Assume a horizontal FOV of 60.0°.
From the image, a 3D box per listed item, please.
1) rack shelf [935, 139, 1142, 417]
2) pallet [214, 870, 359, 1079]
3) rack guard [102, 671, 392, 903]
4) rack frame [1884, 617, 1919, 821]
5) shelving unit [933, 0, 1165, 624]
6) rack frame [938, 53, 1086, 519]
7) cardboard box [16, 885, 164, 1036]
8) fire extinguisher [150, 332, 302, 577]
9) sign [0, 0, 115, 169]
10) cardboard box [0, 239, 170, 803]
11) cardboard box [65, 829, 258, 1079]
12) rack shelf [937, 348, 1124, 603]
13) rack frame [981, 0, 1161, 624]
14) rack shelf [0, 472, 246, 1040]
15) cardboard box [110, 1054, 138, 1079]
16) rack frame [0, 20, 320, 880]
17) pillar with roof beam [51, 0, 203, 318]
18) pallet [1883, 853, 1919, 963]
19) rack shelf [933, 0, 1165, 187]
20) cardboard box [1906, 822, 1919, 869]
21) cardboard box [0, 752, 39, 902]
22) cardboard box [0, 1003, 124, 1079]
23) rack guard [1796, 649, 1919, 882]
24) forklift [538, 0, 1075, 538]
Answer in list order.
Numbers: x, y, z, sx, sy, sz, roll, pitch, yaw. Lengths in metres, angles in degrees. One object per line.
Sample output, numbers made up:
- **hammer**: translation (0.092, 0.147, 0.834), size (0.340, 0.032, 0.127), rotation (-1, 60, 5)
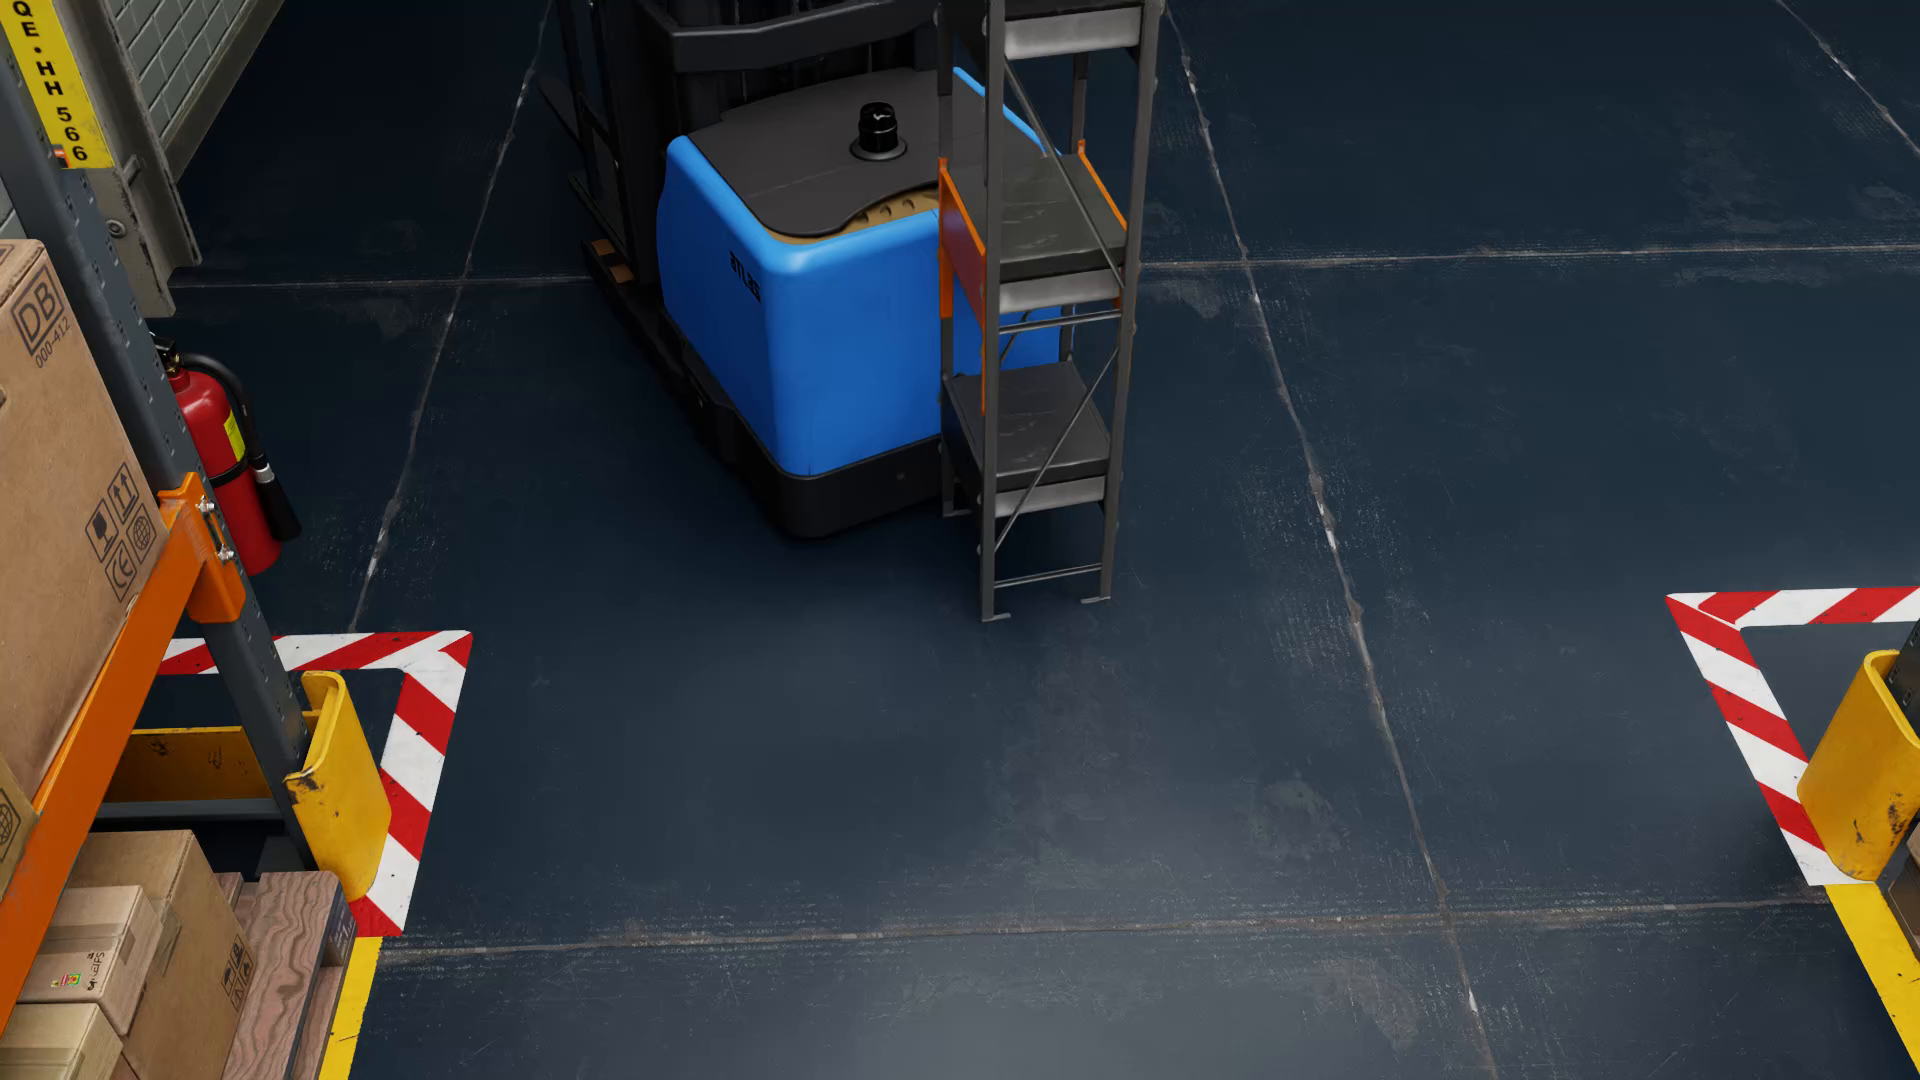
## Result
- **rack shelf**: translation (0.199, -0.711, 4.492), size (0.431, 0.518, 0.480), rotation (-10, 43, -10)
- **pallet**: translation (-1.987, 1.303, 3.673), size (1.003, 0.211, 1.213), rotation (-2, 43, -2)
- **rack guard**: translation (-2.100, 0.642, 4.179), size (1.175, 0.500, 0.348), rotation (-2, 43, -2)
- **rack frame**: translation (2.850, -0.408, 3.475), size (1.000, 3.000, 0.127), rotation (-2, 43, -2)
- **shelving unit**: translation (0.199, -0.721, 4.483), size (0.431, 2.100, 0.503), rotation (-10, 43, -10)
- **rack frame**: translation (0.139, -0.881, 4.657), size (0.400, 2.100, 0.015), rotation (-10, 43, -10)
- **cardboard box**: translation (-1.782, 0.816, 3.199), size (0.380, 0.149, 0.250), rotation (-2, 43, -2)
- **fire extinguisher**: translation (-1.644, -0.212, 3.595), size (0.296, 0.674, 0.183), rotation (-2, 43, -2)
- **sign**: translation (-1.556, -0.783, 2.852), size (0.100, 0.325, 0.005), rotation (-2, 43, -2)
- **cardboard box**: translation (-2.067, -0.029, 2.840), size (0.980, 0.700, 0.700), rotation (0, 43, 0)
- **cardboard box**: translation (-1.969, 0.973, 3.507), size (0.700, 0.500, 0.500), rotation (-2, 43, -2)
- **rack shelf**: translation (0.199, -0.195, 4.965), size (0.431, 0.518, 0.480), rotation (-10, 43, -10)
- **rack frame**: translation (0.259, -0.561, 4.308), size (0.400, 2.100, 0.015), rotation (-10, 43, -10)
- **rack shelf**: translation (-2.014, 1.352, 2.087), size (1.077, 0.370, 4.000), rotation (-2, 43, -2)
- **cardboard box**: translation (-1.948, 1.311, 3.139), size (0.700, 0.500, 0.500), rotation (-2, 43, -2)
- **rack frame**: translation (-2.099, -0.263, 3.317), size (1.000, 3.000, 0.127), rotation (-2, 43, -2)
- **pillar with roof beam**: translation (1.223, -4.396, 3.386), size (9.100, 9.000, 0.400), rotation (-2, 43, -2)
- **pallet**: translation (2.888, 1.210, 3.774), size (1.003, 0.211, 1.213), rotation (-2, 43, -2)
- **rack shelf**: translation (0.199, -1.227, 4.019), size (0.431, 0.518, 0.480), rotation (-10, 43, -10)
- **cardboard box**: translation (2.524, 0.774, 3.970), size (0.380, 0.149, 0.250), rotation (-2, 43, -2)
- **cardboard box**: translation (-2.025, 0.461, 2.305), size (0.980, 0.700, 0.700), rotation (-2, 43, -2)
- **cardboard box**: translation (-1.770, 0.988, 3.011), size (0.380, 0.149, 0.250), rotation (-1, 43, -1)
- **rack guard**: translation (2.853, 0.565, 4.263), size (1.175, 0.500, 0.348), rotation (-2, 43, -2)
- **forklift**: translation (-0.771, -2.076, 5.345), size (1.130, 2.935, 3.031), rotation (-20, 46, -21)
